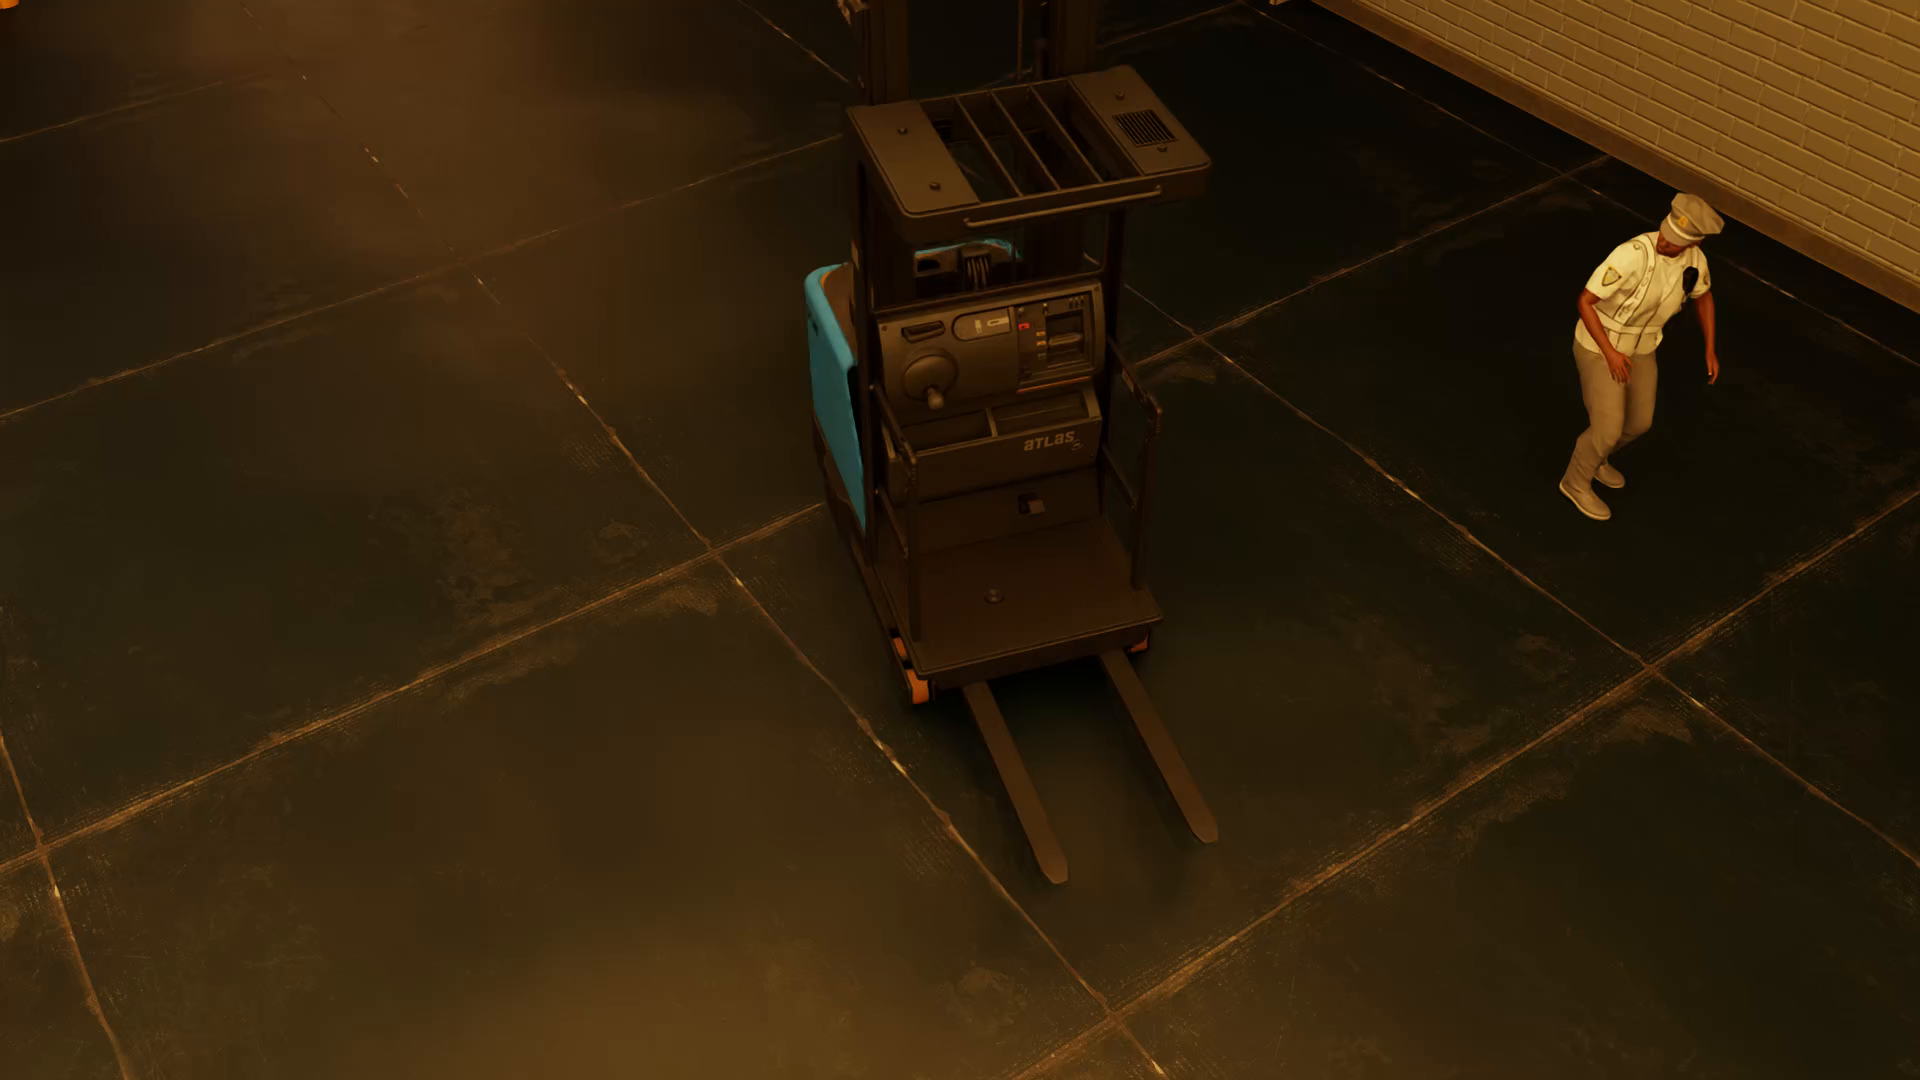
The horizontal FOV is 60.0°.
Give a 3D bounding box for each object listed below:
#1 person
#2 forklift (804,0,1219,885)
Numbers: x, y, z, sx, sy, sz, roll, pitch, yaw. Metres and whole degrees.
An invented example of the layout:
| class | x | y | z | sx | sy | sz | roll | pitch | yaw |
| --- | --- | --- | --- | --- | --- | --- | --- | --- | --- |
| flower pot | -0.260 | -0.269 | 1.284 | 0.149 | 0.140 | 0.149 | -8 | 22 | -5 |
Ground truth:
| class | x | y | z | sx | sy | sz | roll | pitch | yaw |
| --- | --- | --- | --- | --- | --- | --- | --- | --- | --- |
| person | 3.104 | -0.856 | 7.631 | 0.678 | 1.626 | 0.494 | -15 | 45 | -16 |
| forklift | 0.202 | -0.683 | 6.457 | 1.130 | 2.935 | 3.031 | -12 | 44 | -13 |
